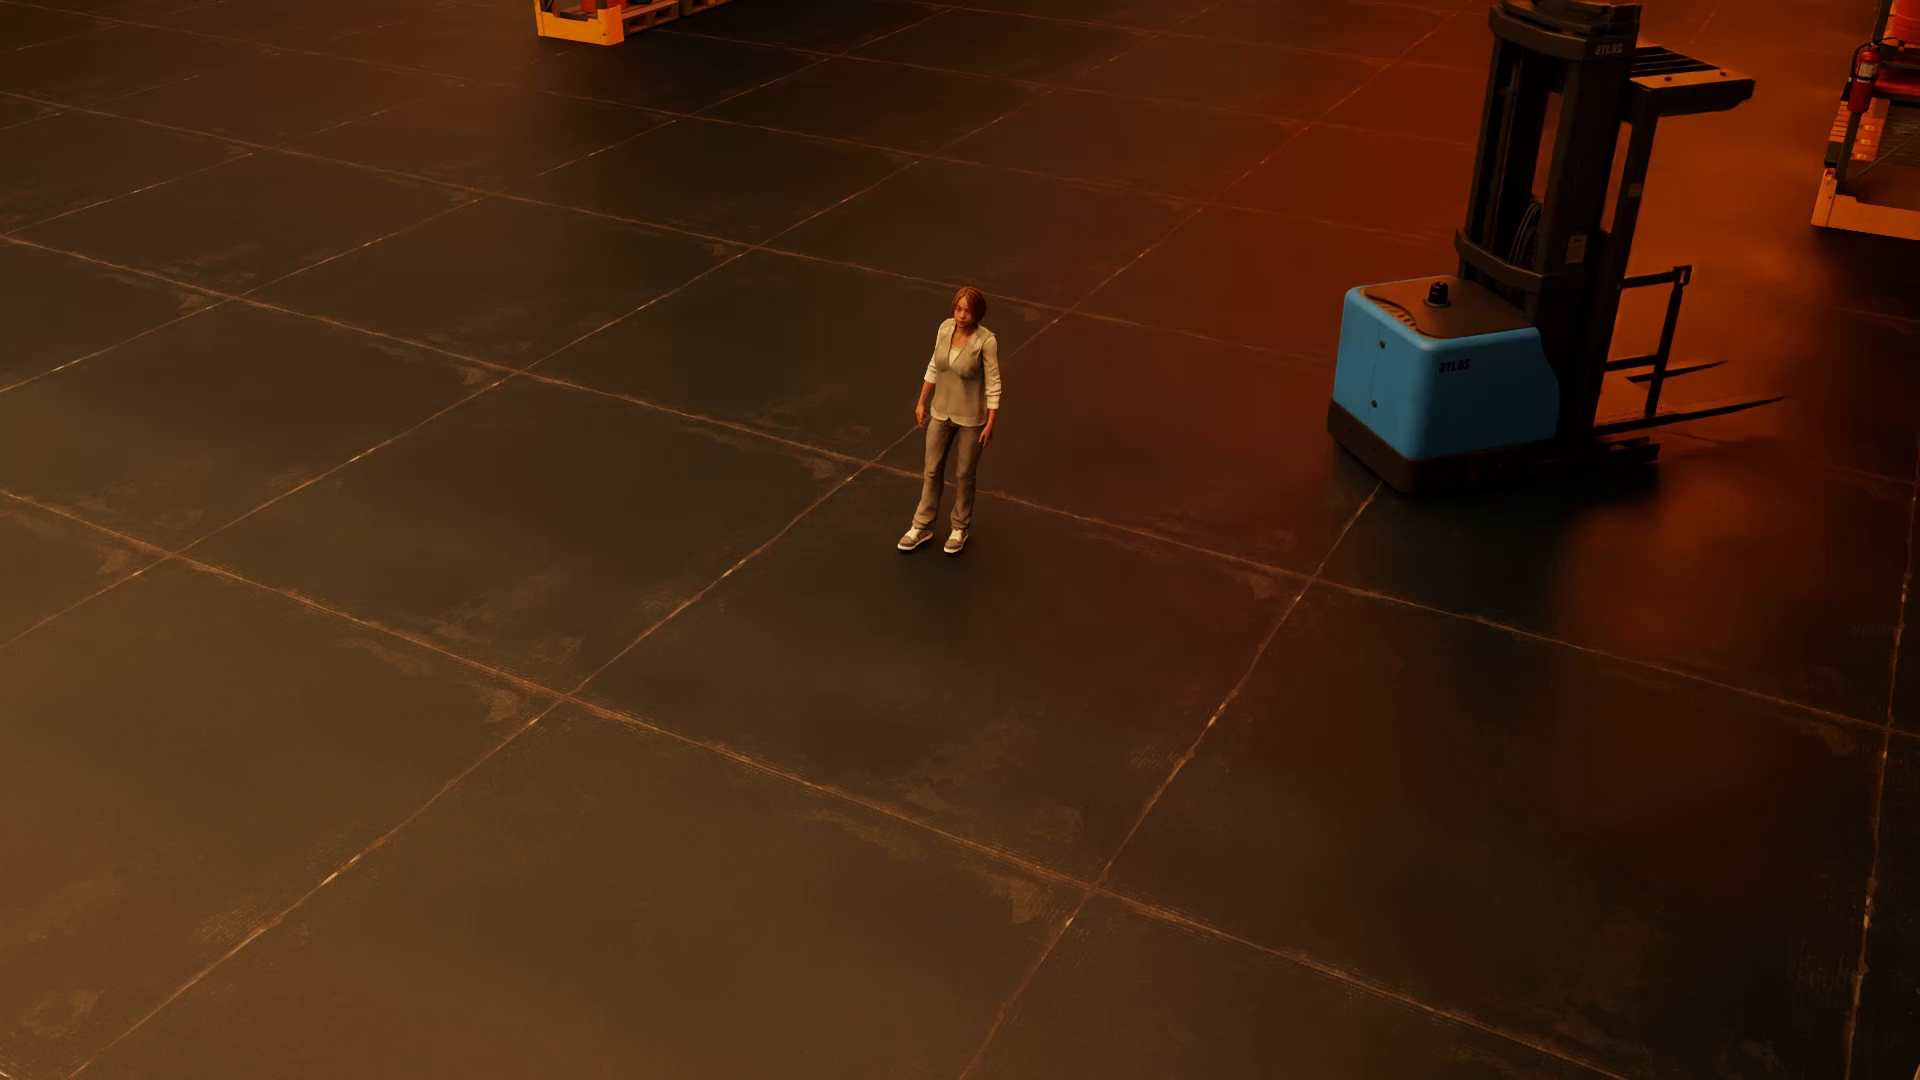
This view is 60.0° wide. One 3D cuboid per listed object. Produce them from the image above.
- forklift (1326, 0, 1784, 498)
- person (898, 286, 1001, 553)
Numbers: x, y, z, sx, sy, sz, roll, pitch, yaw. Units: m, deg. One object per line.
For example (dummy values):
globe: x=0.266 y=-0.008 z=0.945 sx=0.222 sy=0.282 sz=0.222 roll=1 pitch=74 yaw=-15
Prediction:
forklift: x=4.027 y=-1.963 z=10.473 sx=3.031 sy=2.935 sz=1.130 roll=-9 pitch=31 yaw=-16
person: x=-0.049 y=-0.669 z=9.549 sx=0.520 sy=1.599 sz=0.473 roll=15 pitch=33 yaw=25
